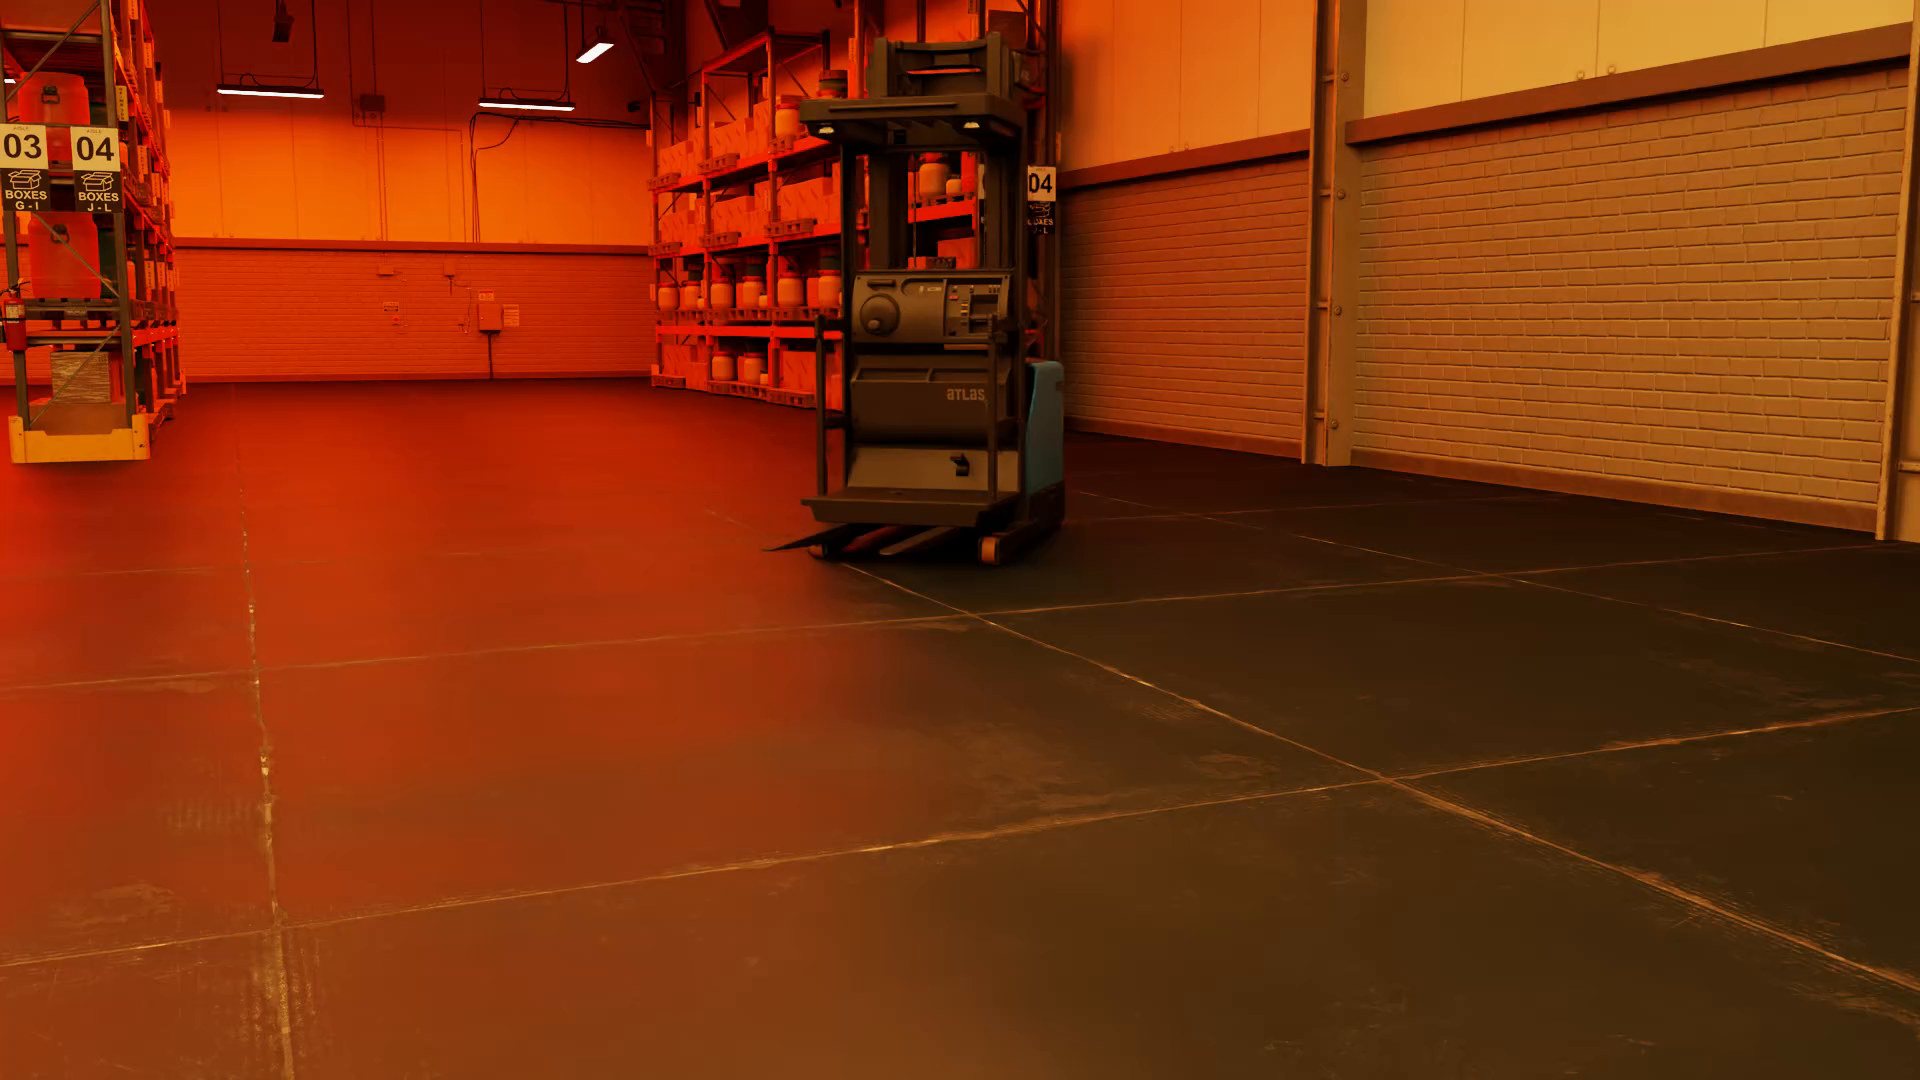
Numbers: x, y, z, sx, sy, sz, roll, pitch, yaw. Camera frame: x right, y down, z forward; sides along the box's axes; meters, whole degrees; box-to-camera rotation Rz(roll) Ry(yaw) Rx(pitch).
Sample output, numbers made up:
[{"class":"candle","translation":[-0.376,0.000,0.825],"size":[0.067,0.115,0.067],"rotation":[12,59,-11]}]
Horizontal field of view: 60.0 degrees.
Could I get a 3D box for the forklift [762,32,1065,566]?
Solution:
[{"class":"forklift","translation":[-0.225,-1.366,9.300],"size":[1.130,2.935,3.031],"rotation":[2,8,16]}]
